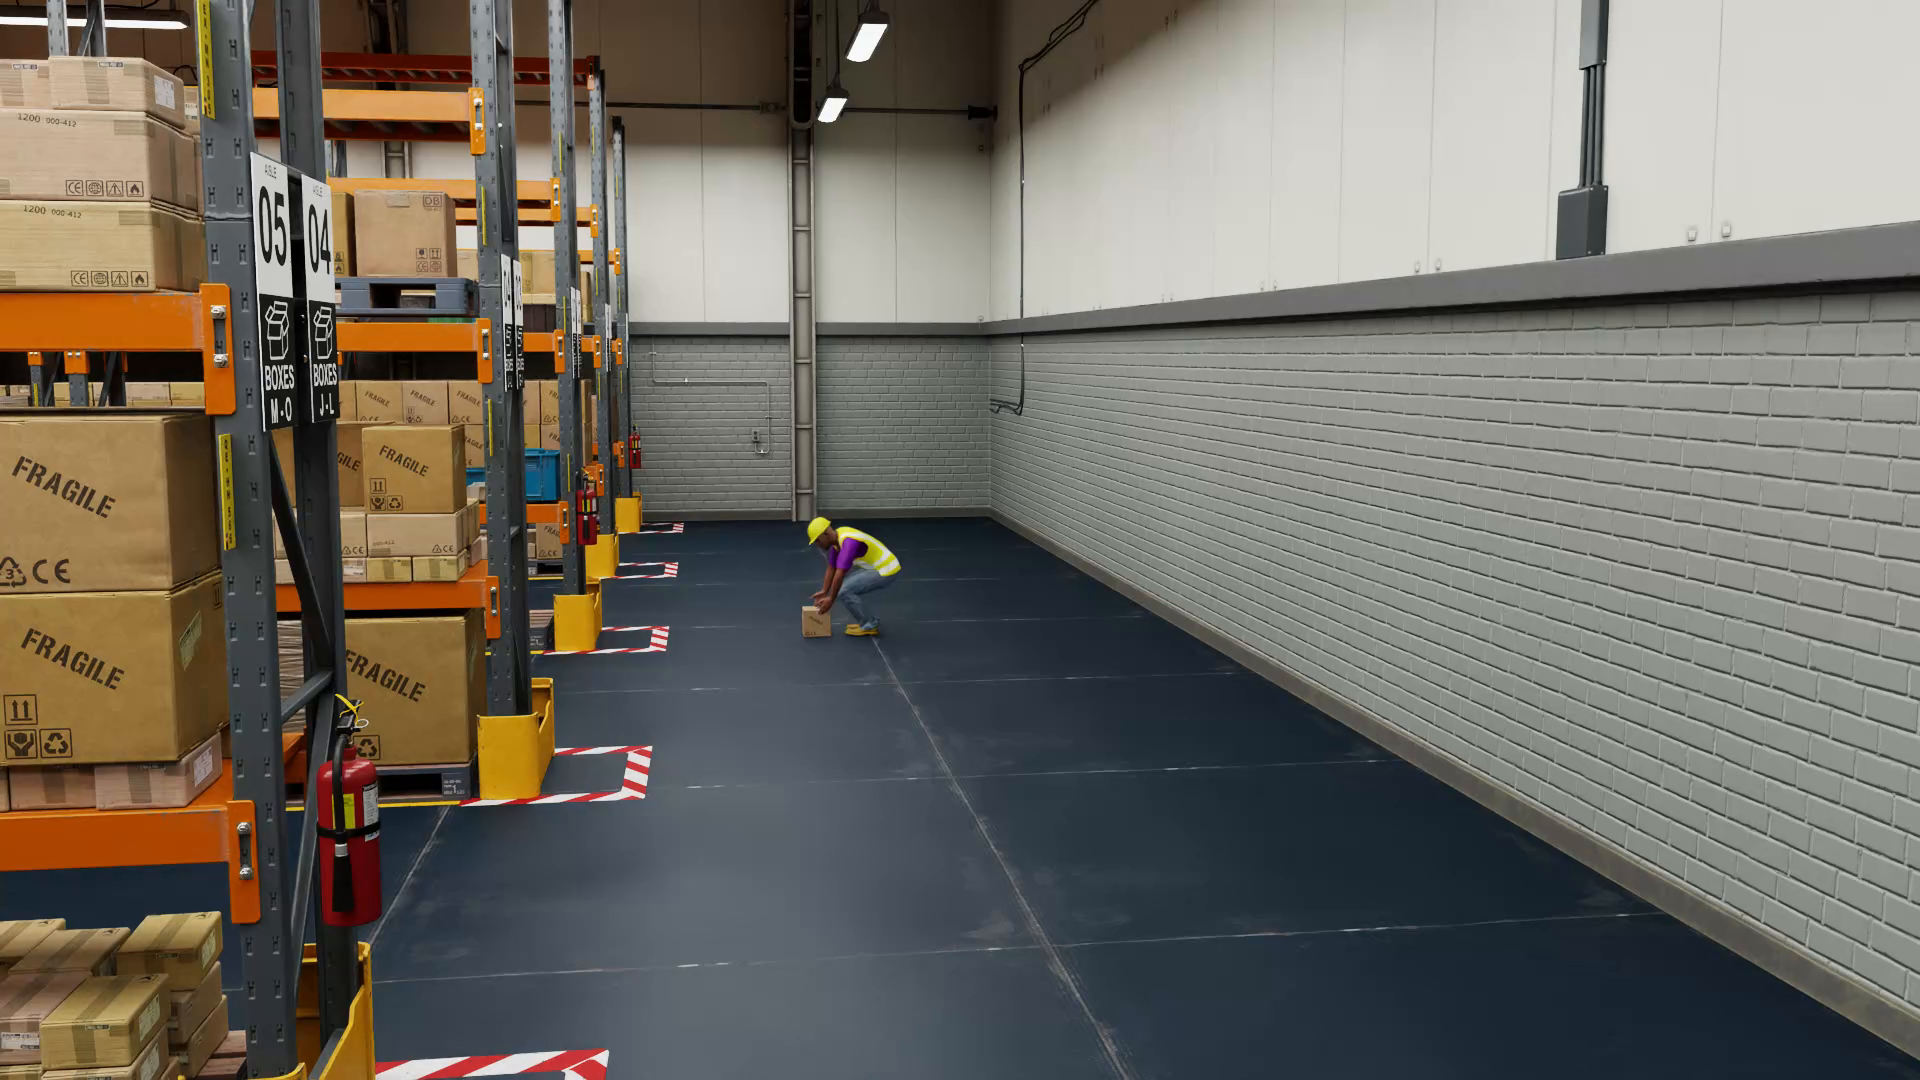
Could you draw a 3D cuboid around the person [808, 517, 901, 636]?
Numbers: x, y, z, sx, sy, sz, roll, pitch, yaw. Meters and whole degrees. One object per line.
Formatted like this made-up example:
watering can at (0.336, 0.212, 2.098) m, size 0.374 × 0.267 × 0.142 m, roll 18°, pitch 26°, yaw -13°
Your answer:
person at (-0.988, 0.335, 15.570) m, size 0.869 × 1.113 × 0.606 m, roll -1°, pitch 7°, yaw -9°
